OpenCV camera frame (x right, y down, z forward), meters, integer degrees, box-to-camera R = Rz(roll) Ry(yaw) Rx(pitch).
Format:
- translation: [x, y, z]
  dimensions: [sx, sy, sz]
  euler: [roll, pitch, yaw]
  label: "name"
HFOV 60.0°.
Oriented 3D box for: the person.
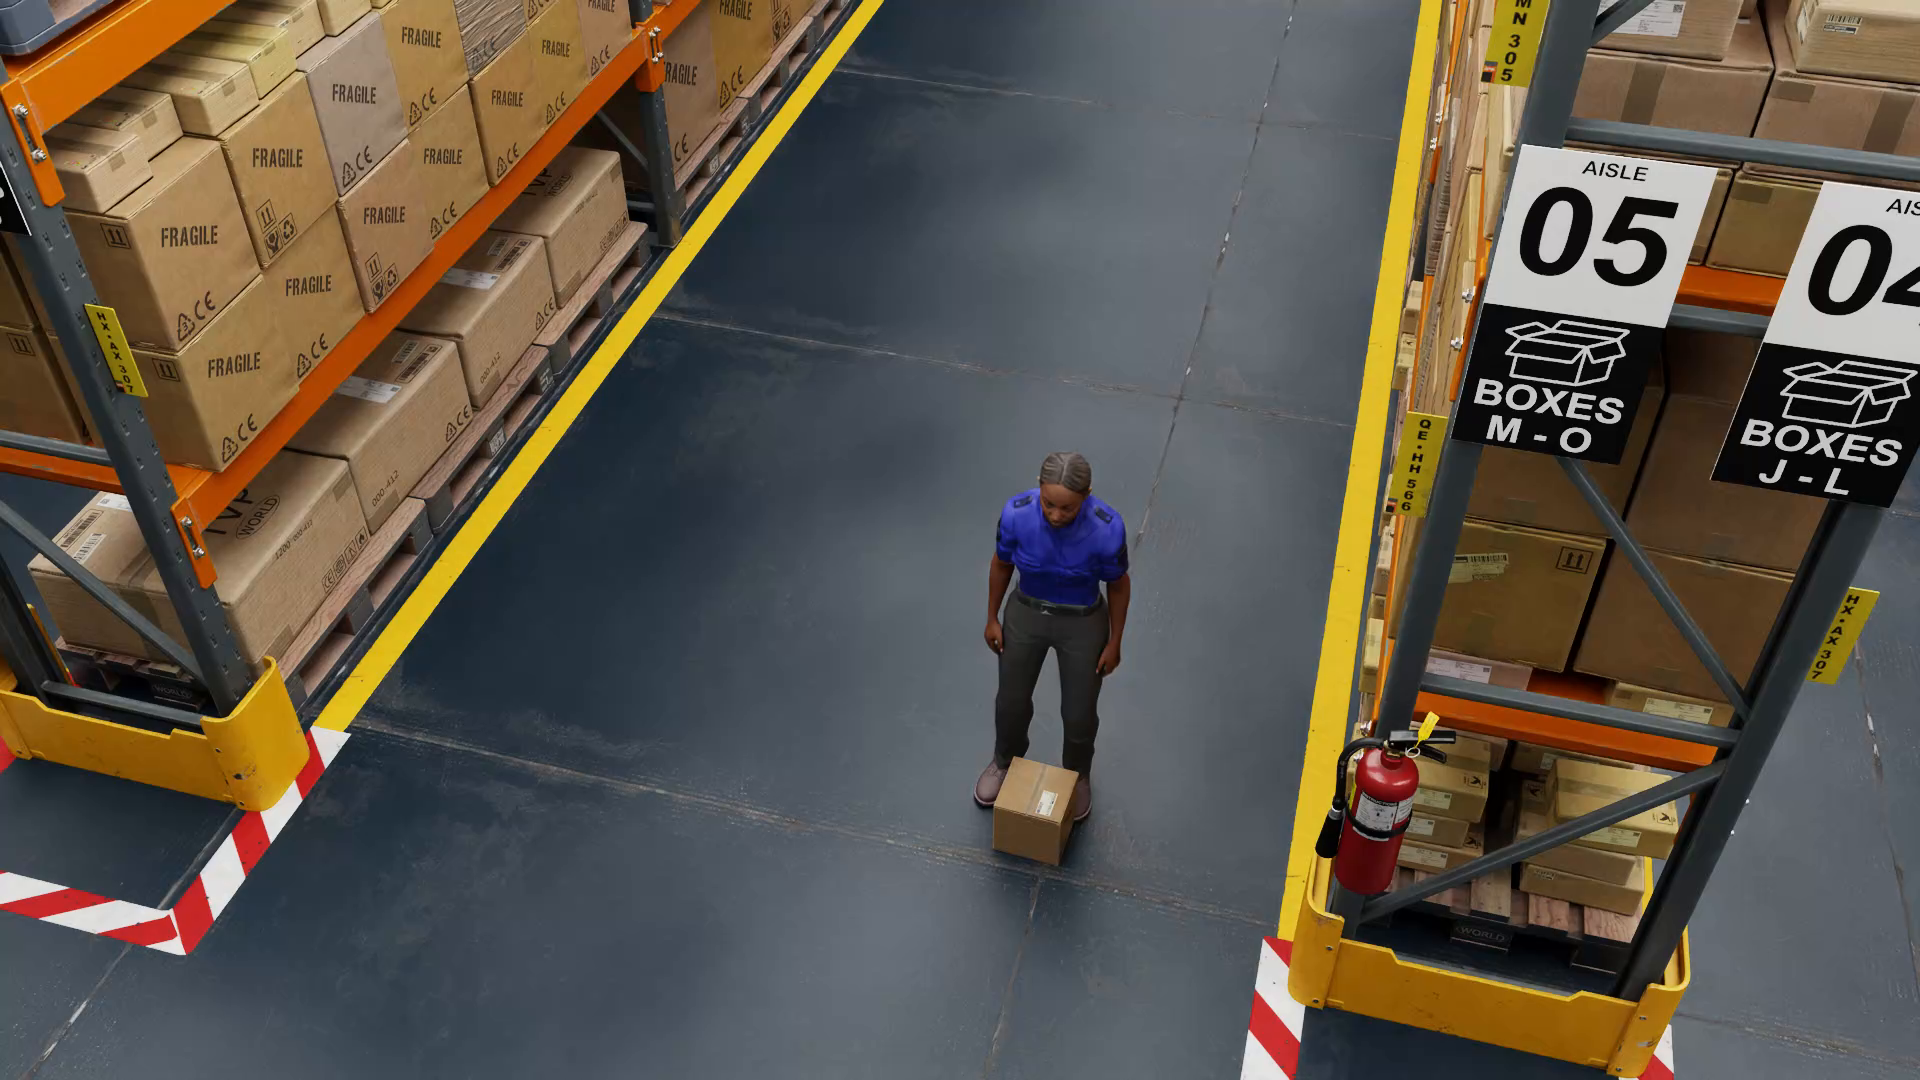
- translation: [0.326, 0.313, 5.806]
  dimensions: [0.504, 1.654, 0.349]
  euler: [10, 42, 11]
  label: "person"
